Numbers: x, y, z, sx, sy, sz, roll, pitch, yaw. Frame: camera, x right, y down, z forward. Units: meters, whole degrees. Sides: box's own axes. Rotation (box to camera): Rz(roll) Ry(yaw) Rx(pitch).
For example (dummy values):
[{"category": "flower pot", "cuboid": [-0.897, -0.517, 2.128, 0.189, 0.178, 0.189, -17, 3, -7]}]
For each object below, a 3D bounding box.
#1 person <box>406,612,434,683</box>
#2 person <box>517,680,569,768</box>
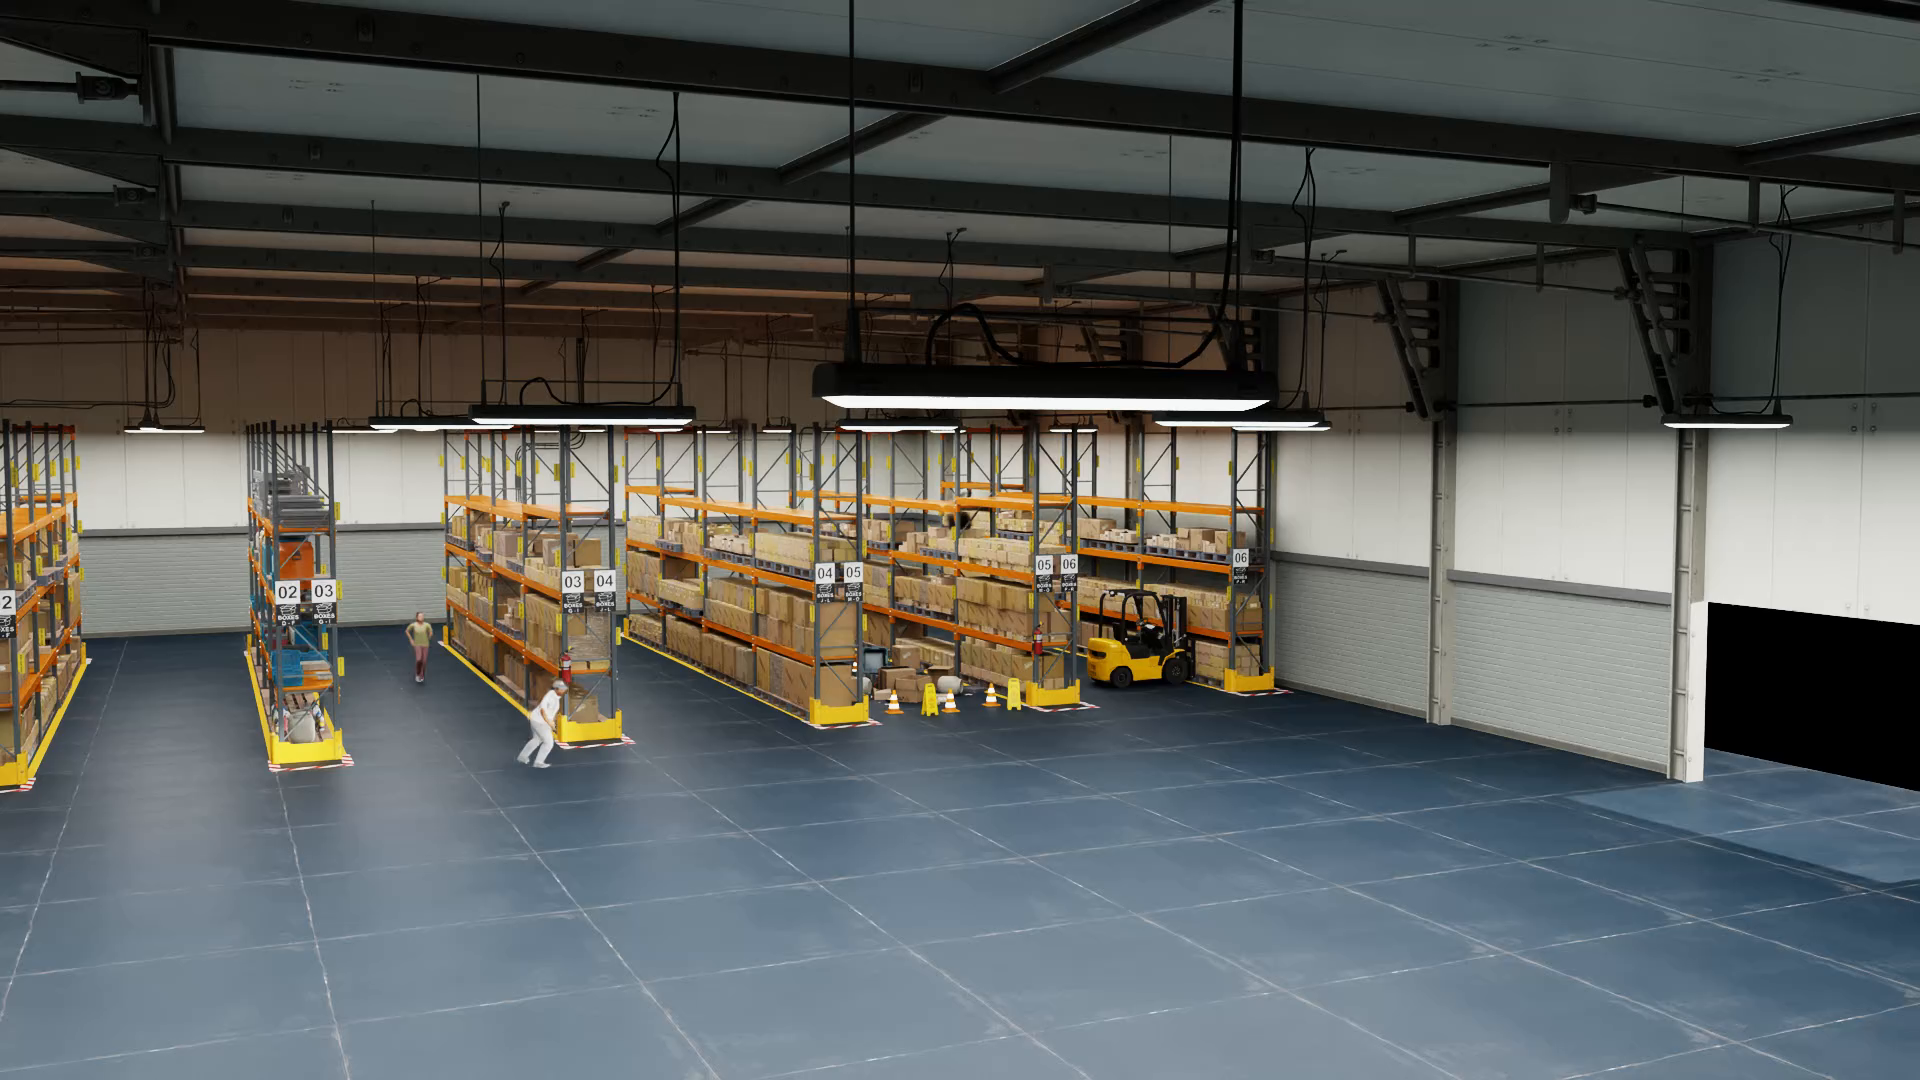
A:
[{"category": "person", "cuboid": [-12.518, 2.482, 38.599, 0.594, 1.647, 0.622, -2, 4, -25]}, {"category": "person", "cuboid": [-7.231, 3.174, 28.811, 0.912, 1.521, 0.664, -1, 4, -11]}]
